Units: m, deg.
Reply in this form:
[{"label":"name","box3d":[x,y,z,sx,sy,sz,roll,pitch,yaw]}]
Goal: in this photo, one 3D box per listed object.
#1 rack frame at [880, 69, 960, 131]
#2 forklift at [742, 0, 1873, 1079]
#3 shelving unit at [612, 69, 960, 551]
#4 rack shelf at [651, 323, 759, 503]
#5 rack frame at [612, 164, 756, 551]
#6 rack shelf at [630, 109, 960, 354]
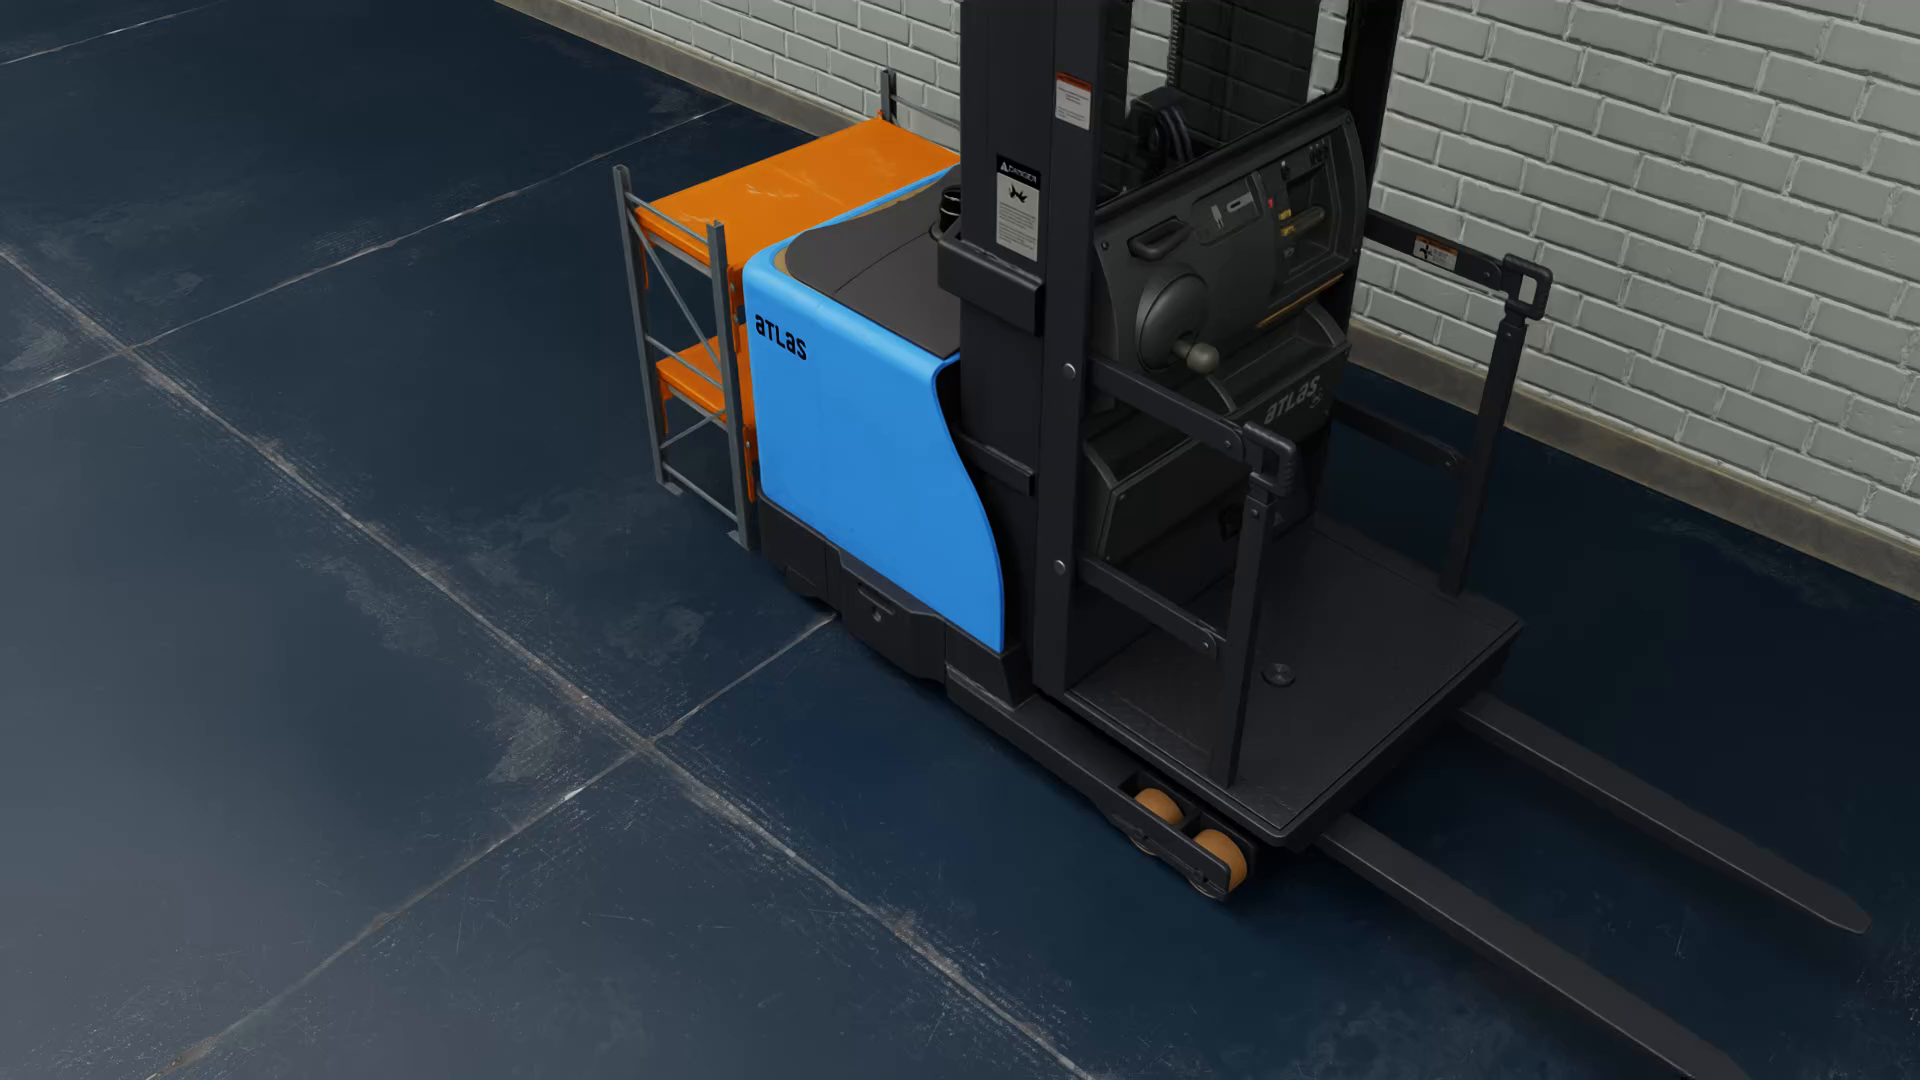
[{"label":"rack frame","box3d":[-0.076,-0.956,5.549,0.032,1.125,0.500,-30,47,-32]},{"label":"forklift","box3d":[0.786,-0.627,3.684,1.130,2.935,3.031,-32,48,-33]},{"label":"shelving unit","box3d":[-0.449,-0.741,5.278,1.048,1.125,0.538,-30,47,-32]},{"label":"rack shelf","box3d":[-0.449,-0.550,5.430,1.000,0.278,0.538,-30,47,-32]},{"label":"rack frame","box3d":[-0.822,-0.526,5.008,0.032,1.125,0.500,-30,47,-32]},{"label":"rack shelf","box3d":[-0.449,-0.970,5.096,1.000,0.278,0.538,-30,47,-32]}]
